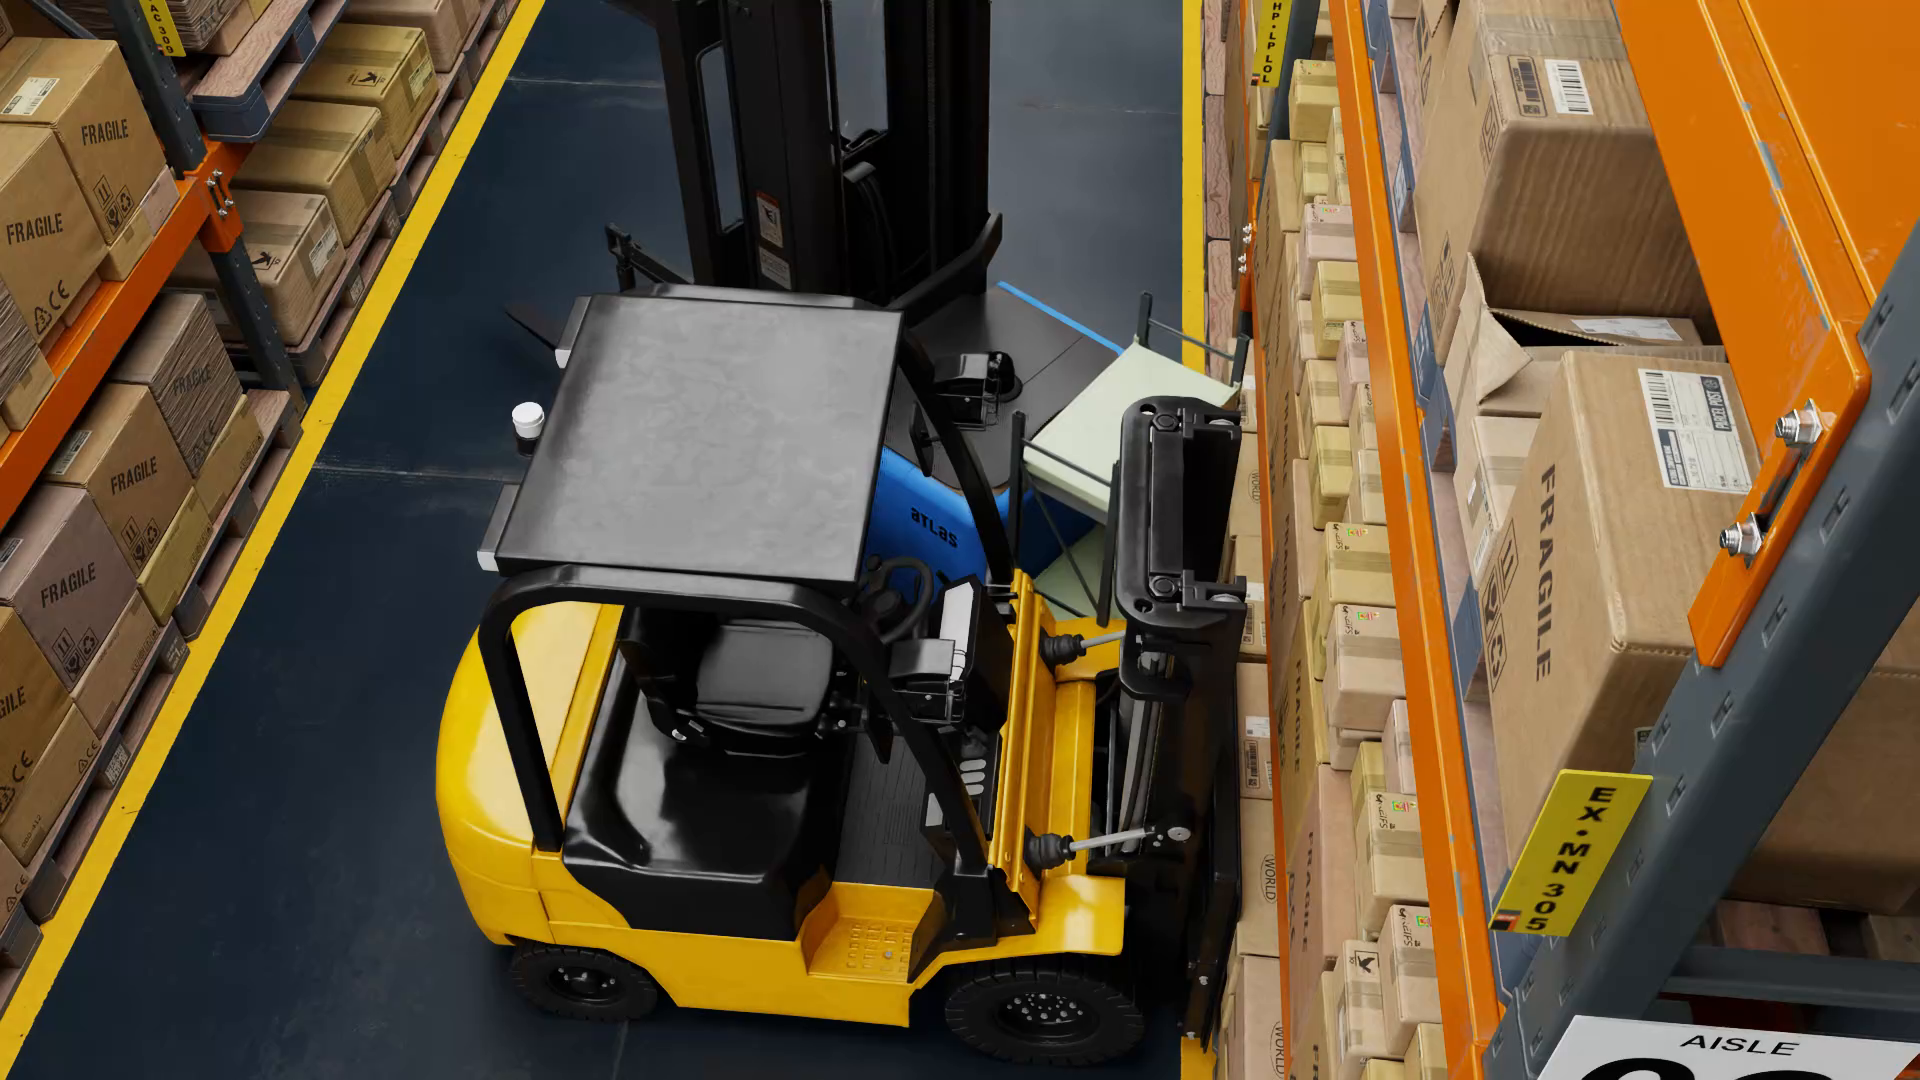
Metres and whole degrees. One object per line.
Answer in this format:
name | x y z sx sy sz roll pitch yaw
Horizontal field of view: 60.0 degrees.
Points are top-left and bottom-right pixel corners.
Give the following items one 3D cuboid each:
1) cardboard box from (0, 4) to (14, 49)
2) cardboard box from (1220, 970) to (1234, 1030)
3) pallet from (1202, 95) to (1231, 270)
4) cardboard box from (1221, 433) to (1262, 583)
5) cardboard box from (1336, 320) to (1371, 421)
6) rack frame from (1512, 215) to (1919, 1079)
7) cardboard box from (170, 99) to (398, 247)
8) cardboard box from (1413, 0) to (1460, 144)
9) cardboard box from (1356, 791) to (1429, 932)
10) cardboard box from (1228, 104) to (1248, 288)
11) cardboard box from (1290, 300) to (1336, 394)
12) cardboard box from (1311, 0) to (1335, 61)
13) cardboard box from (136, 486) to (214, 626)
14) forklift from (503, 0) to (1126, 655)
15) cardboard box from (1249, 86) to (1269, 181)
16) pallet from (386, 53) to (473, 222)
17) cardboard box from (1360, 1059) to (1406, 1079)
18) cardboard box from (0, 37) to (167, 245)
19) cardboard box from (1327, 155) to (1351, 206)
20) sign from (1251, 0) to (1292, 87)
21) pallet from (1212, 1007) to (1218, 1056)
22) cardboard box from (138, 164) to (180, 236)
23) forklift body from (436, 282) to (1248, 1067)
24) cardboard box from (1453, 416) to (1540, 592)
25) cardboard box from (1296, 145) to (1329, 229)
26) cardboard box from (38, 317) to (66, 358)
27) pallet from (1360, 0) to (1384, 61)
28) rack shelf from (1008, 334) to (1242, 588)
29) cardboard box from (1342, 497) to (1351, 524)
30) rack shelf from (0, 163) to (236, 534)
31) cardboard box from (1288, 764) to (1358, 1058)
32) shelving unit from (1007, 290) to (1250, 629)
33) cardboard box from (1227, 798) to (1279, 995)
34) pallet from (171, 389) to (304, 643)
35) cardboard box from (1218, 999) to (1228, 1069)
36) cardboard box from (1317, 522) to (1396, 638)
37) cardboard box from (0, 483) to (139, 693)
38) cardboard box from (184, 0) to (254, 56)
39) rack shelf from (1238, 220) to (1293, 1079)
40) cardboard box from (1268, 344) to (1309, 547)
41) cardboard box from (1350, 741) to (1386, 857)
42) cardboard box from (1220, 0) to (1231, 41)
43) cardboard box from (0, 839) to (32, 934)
cardboard box | -3.622 -1.750 5.396 0.700 0.500 0.500 3 48 3
cardboard box | 1.028 1.174 4.909 0.500 0.250 0.500 3 48 3
pallet | 1.714 -1.758 8.240 1.003 0.211 1.213 4 48 4
cardboard box | 1.164 -0.097 5.733 0.500 0.250 0.500 4 48 4
cardboard box | 1.214 -0.442 4.439 0.380 0.149 0.250 4 48 3
rack frame | 1.213 -0.341 0.989 1.000 3.000 0.127 4 48 4
cardboard box | -3.259 -1.756 7.845 0.950 0.372 0.625 7 48 6
cardboard box | 1.295 -1.054 3.252 0.797 0.503 0.637 5 48 5
cardboard box | 1.024 0.676 3.416 0.380 0.149 0.250 5 48 4
cardboard box | 1.692 -1.550 7.485 0.875 0.625 0.625 3 48 3
cardboard box | 1.146 -0.539 4.729 0.380 0.149 0.250 3 48 3
cardboard box | 1.387 -1.774 5.859 0.380 0.149 0.250 5 48 5
cardboard box | -3.191 0.044 6.282 0.500 0.250 0.500 3 48 2
forklift | -0.698 -1.324 6.001 3.031 2.935 1.130 34 56 27
cardboard box | 1.362 -1.593 6.302 0.500 0.250 0.500 5 48 4
pallet | -3.188 -2.117 8.569 1.003 0.211 1.213 4 48 4
cardboard box | 0.965 1.157 3.177 0.380 0.149 0.250 5 48 4
cardboard box | -3.159 -1.378 5.734 0.500 0.500 0.500 3 48 3
cardboard box | 1.304 -1.008 4.956 0.380 0.149 0.250 3 48 3
sign | 1.036 -1.649 5.520 0.100 0.325 0.005 4 48 4
pallet | 1.354 1.166 5.566 1.003 0.211 1.213 4 48 4
cardboard box | -3.092 -1.245 6.052 0.380 0.149 0.250 3 48 3
forklift body | -0.431 0.454 4.903 2.313 2.155 1.214 4 48 4
cardboard box | 0.986 -0.049 2.573 0.380 0.149 0.250 3 48 2
cardboard box | 1.264 -1.101 5.243 0.380 0.149 0.250 5 48 4
cardboard box | -3.246 -0.693 5.547 0.380 0.149 0.250 3 48 3
pallet | 1.525 -1.610 4.243 1.003 0.211 1.213 4 48 4
rack shelf | 0.542 -0.271 5.458 0.431 0.370 0.720 29 53 24
cardboard box | 1.170 0.036 4.203 0.380 0.149 0.250 4 48 3
rack shelf | -3.549 0.126 5.116 1.077 0.370 4.000 4 48 4
cardboard box | 1.052 0.890 3.861 0.500 0.500 0.500 5 48 5
shelving unit | 0.538 -0.002 5.741 0.431 1.500 0.755 29 53 24
cardboard box | 1.021 1.026 4.706 0.500 0.250 0.500 4 48 4
pallet | -3.392 -0.150 6.770 1.003 0.211 1.213 4 48 4
cardboard box | 1.050 1.372 5.067 0.500 0.250 0.500 4 48 4
cardboard box | 1.052 0.109 3.935 0.380 0.149 0.250 5 48 4
cardboard box | -3.243 0.148 5.678 0.500 0.500 0.500 6 48 6
cardboard box | -3.001 -2.029 6.484 0.380 0.149 0.250 5 48 4
rack shelf | 1.395 0.457 4.813 1.077 0.370 4.000 4 48 4
cardboard box | 1.201 -0.225 4.881 0.500 0.500 0.500 3 48 3
cardboard box | 1.077 0.600 3.687 0.380 0.149 0.250 4 48 3
cardboard box | 1.871 -3.078 8.883 0.875 0.625 0.625 5 48 5
cardboard box | -3.328 1.190 5.233 0.500 0.250 0.500 5 48 5
